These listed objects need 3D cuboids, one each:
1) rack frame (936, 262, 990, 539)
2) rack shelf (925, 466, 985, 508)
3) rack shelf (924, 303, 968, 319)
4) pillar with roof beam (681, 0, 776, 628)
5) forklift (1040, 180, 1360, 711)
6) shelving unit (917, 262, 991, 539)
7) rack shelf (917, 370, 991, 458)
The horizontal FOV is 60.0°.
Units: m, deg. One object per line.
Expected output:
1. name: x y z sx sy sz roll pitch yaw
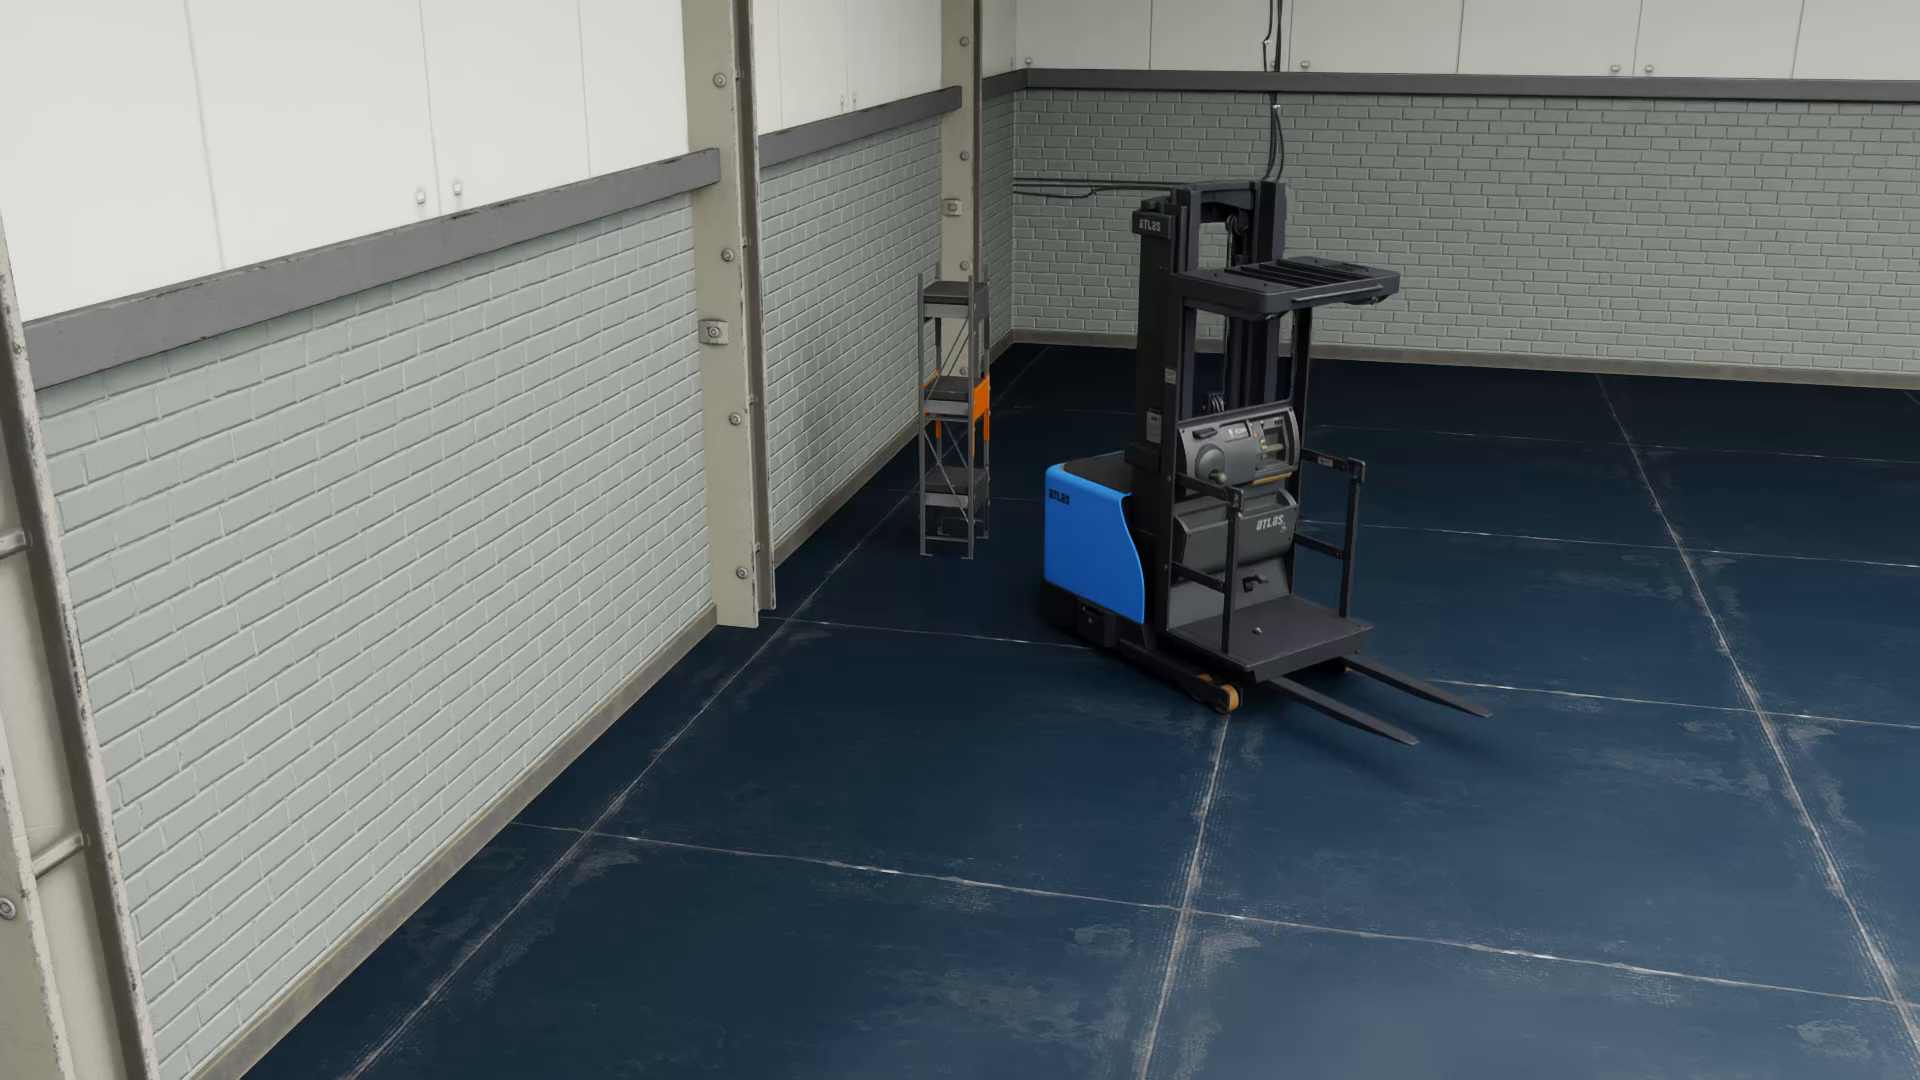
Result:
1. rack frame: 0.019 -1.018 12.420 0.400 2.100 0.015 5 19 13
2. rack shelf: -0.040 -0.396 12.383 0.368 0.174 0.457 5 19 13
3. rack shelf: -0.040 -1.686 11.942 0.332 0.100 0.442 5 19 13
4. pillar with roof beam: 2.724 -3.411 8.752 9.100 9.000 0.400 5 19 13
5. forklift: 1.797 -0.552 9.769 1.130 2.935 3.031 -13 23 -33
6. shelving unit: -0.039 -0.944 12.202 0.431 2.100 0.492 5 19 13
7. rack shelf: -0.040 -0.929 12.201 0.431 0.518 0.480 5 19 13
